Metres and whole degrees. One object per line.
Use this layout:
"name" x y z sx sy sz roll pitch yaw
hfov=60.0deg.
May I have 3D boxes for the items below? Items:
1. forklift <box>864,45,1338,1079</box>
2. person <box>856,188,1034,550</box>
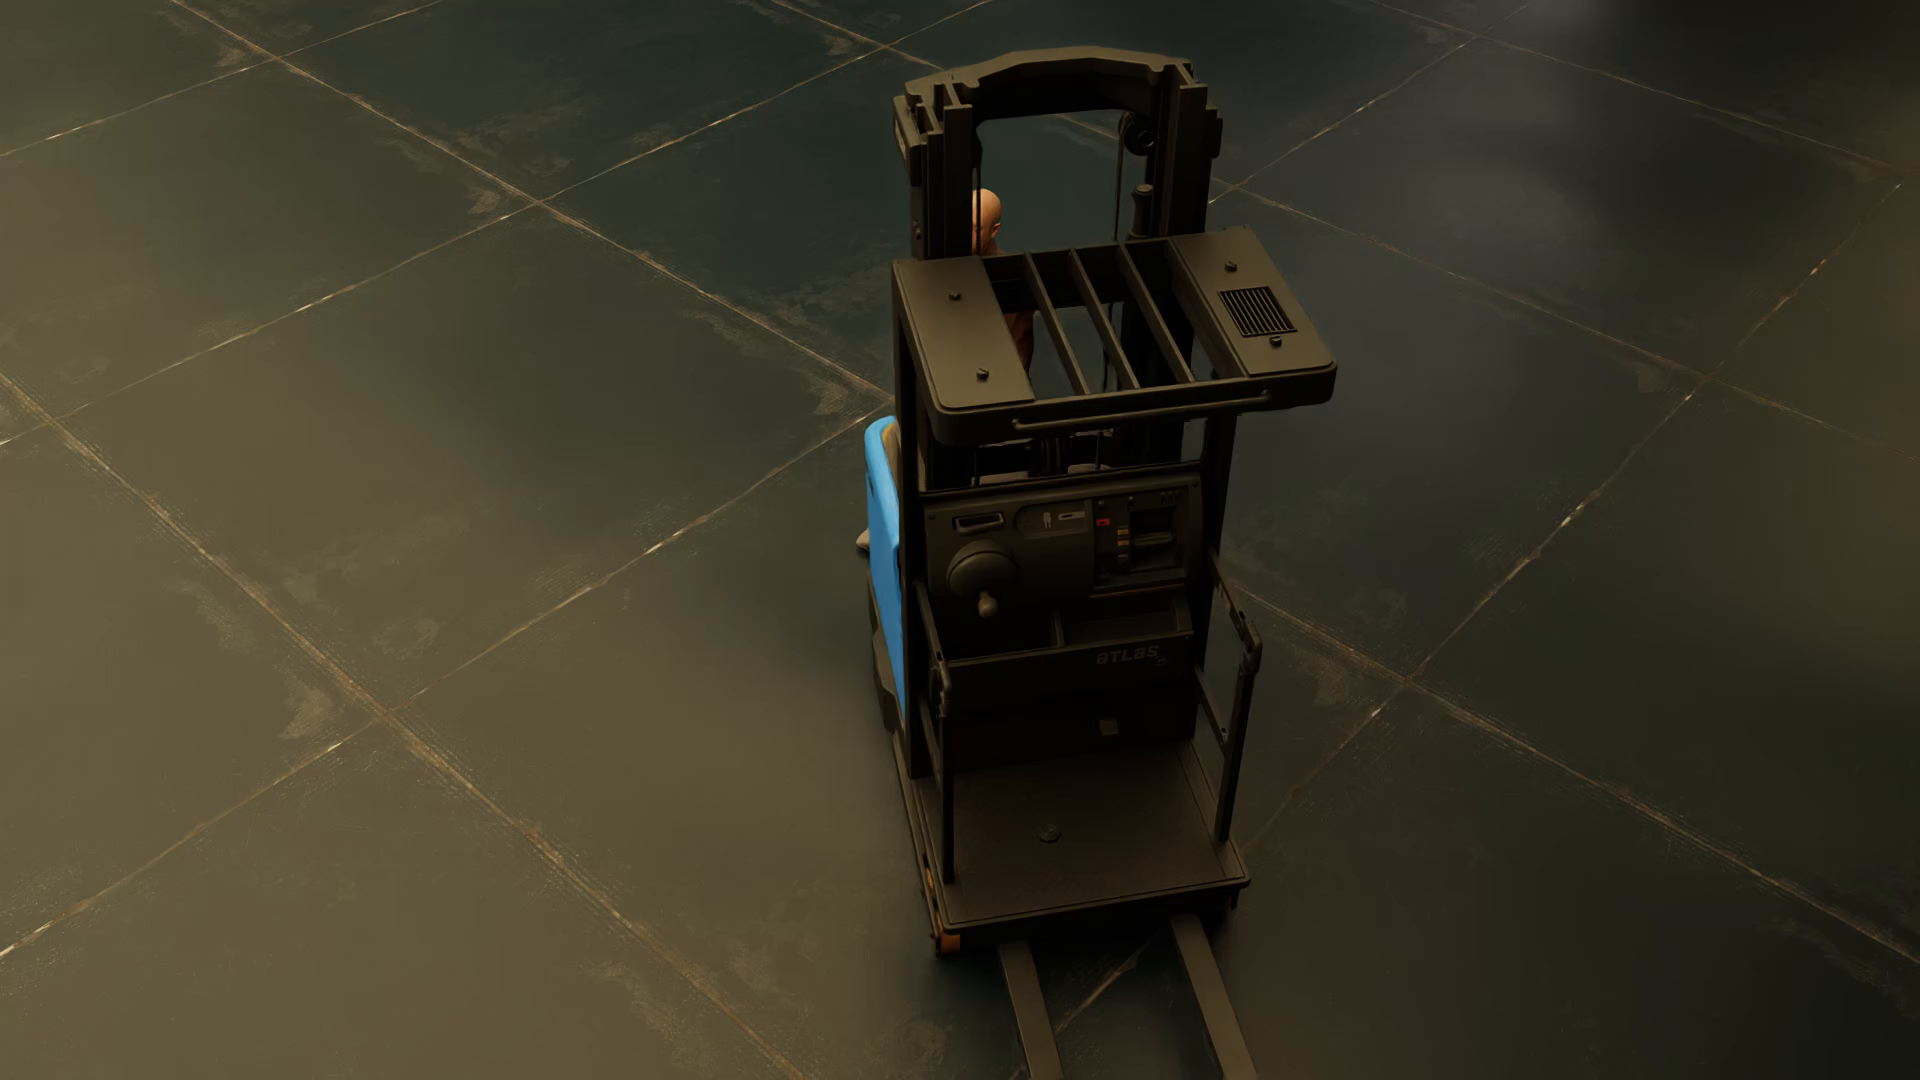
"forklift" 0.390 0.101 5.310 1.130 2.935 3.031 -7 41 -8
"person" -0.065 -0.639 7.048 0.696 1.775 0.582 31 49 31
